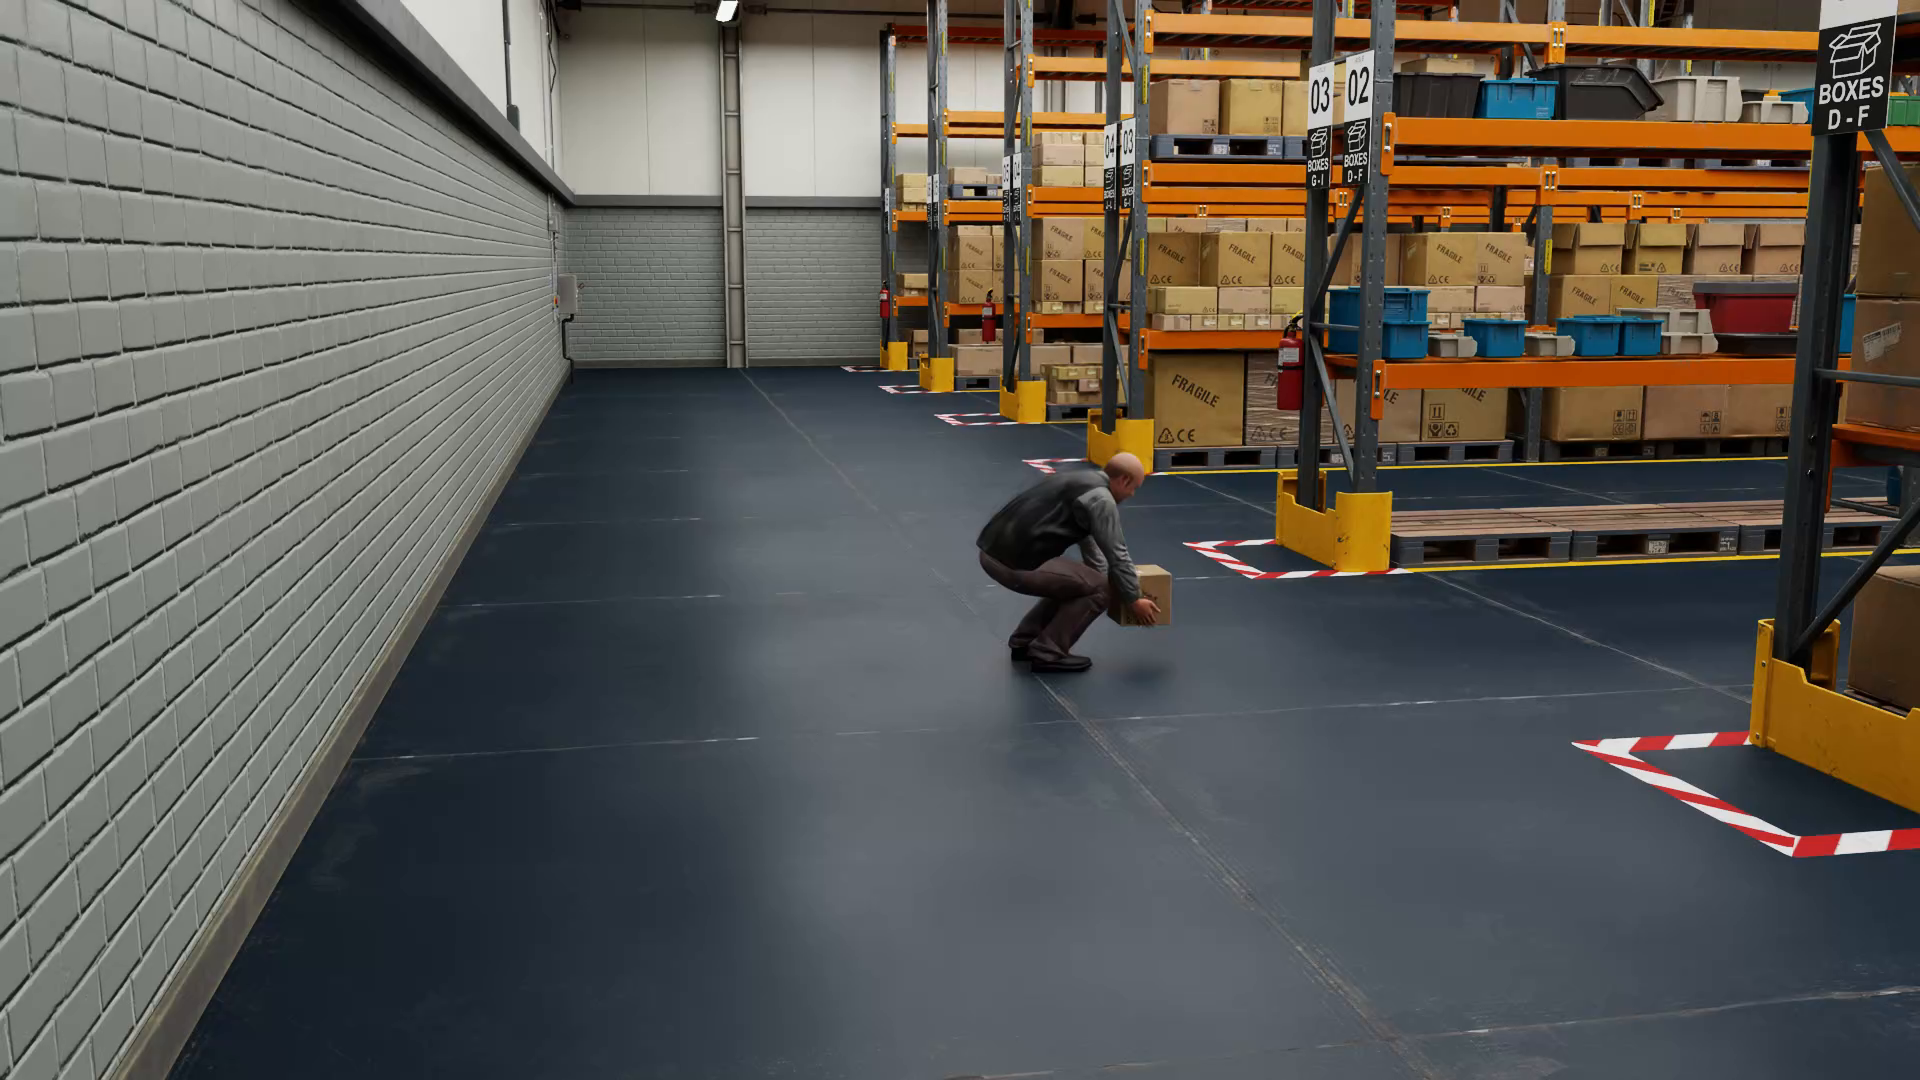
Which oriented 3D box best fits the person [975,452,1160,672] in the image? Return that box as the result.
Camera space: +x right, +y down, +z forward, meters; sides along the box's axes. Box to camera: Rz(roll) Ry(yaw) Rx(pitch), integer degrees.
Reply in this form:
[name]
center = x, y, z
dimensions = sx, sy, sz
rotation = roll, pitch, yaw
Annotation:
[person]
center = 0.506, 0.093, 8.073
dimensions = 0.855, 1.025, 0.543
rotation = -2, 10, -11
